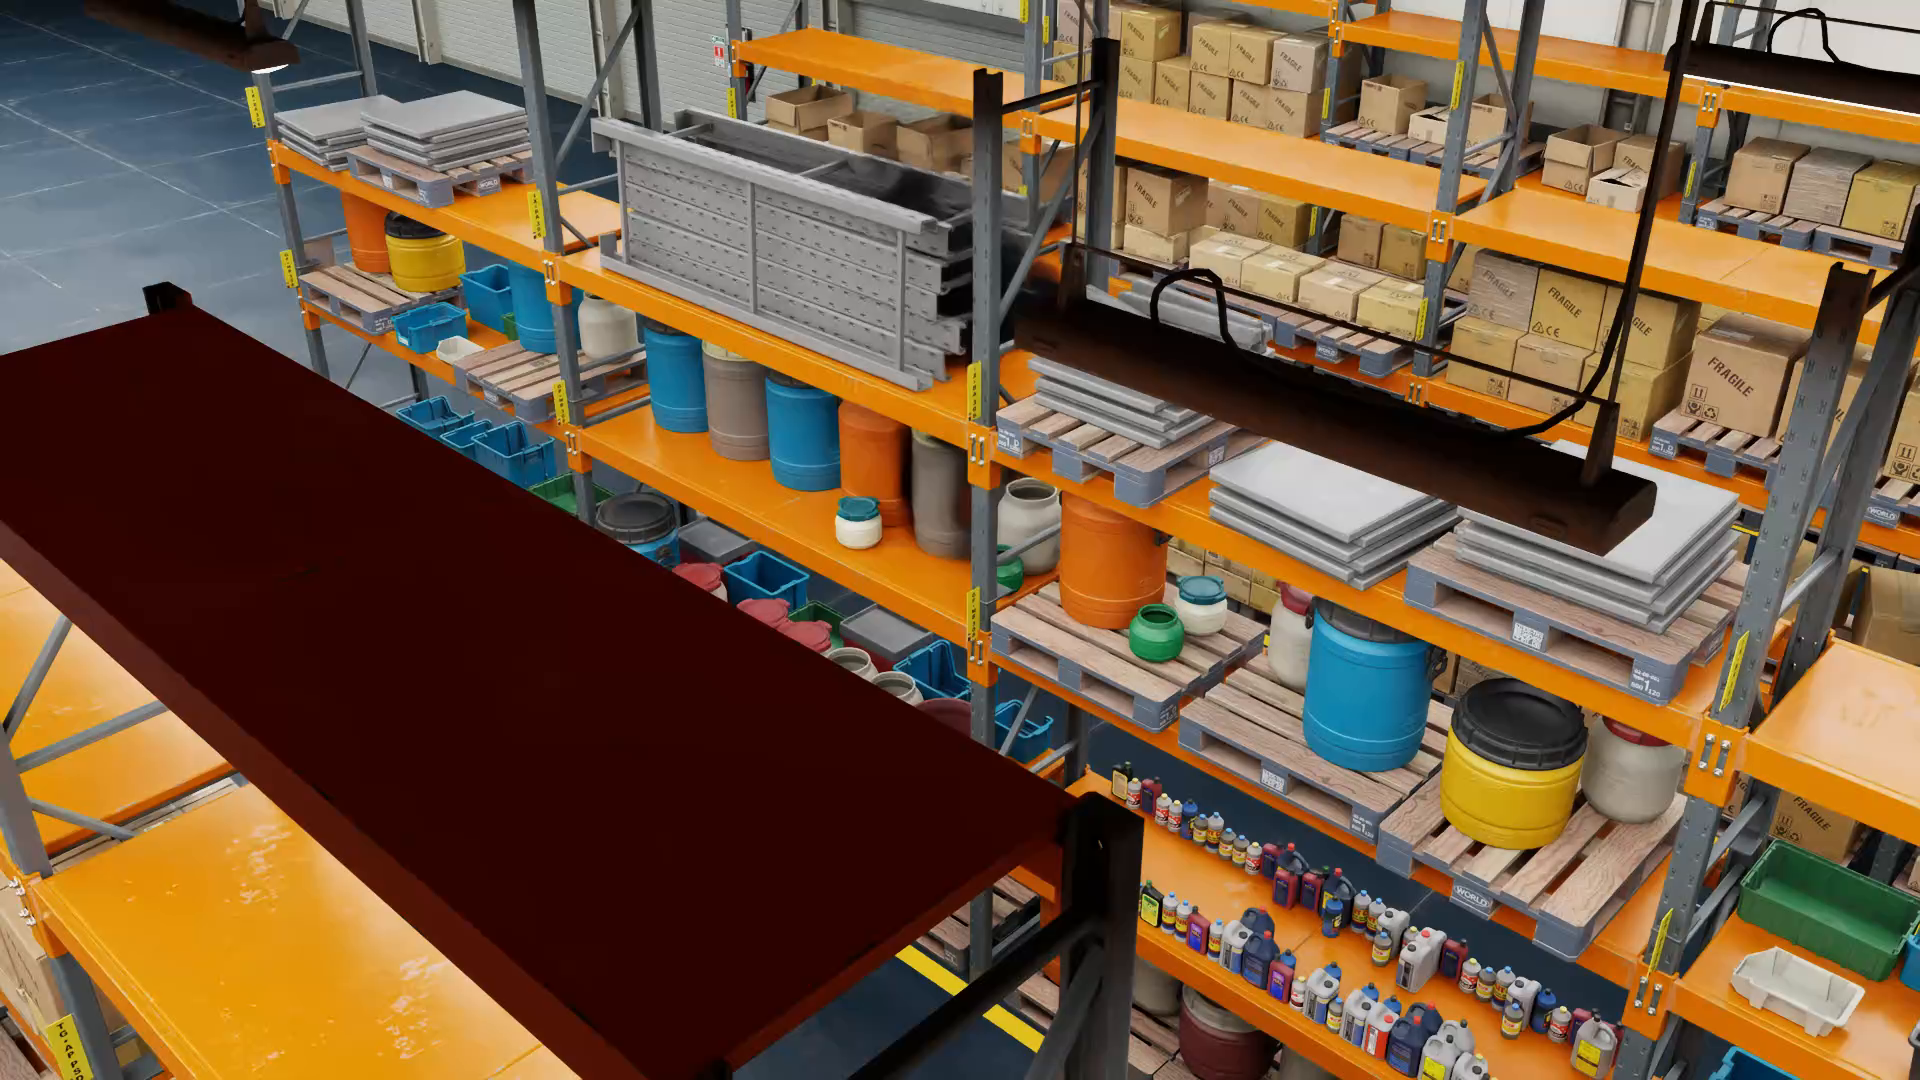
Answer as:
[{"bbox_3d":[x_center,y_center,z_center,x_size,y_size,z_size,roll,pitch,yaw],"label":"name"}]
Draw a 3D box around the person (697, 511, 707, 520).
[{"bbox_3d":[-2.281,-0.295,14.946,0.968,1.747,0.710,25,38,37],"label":"person"}]
